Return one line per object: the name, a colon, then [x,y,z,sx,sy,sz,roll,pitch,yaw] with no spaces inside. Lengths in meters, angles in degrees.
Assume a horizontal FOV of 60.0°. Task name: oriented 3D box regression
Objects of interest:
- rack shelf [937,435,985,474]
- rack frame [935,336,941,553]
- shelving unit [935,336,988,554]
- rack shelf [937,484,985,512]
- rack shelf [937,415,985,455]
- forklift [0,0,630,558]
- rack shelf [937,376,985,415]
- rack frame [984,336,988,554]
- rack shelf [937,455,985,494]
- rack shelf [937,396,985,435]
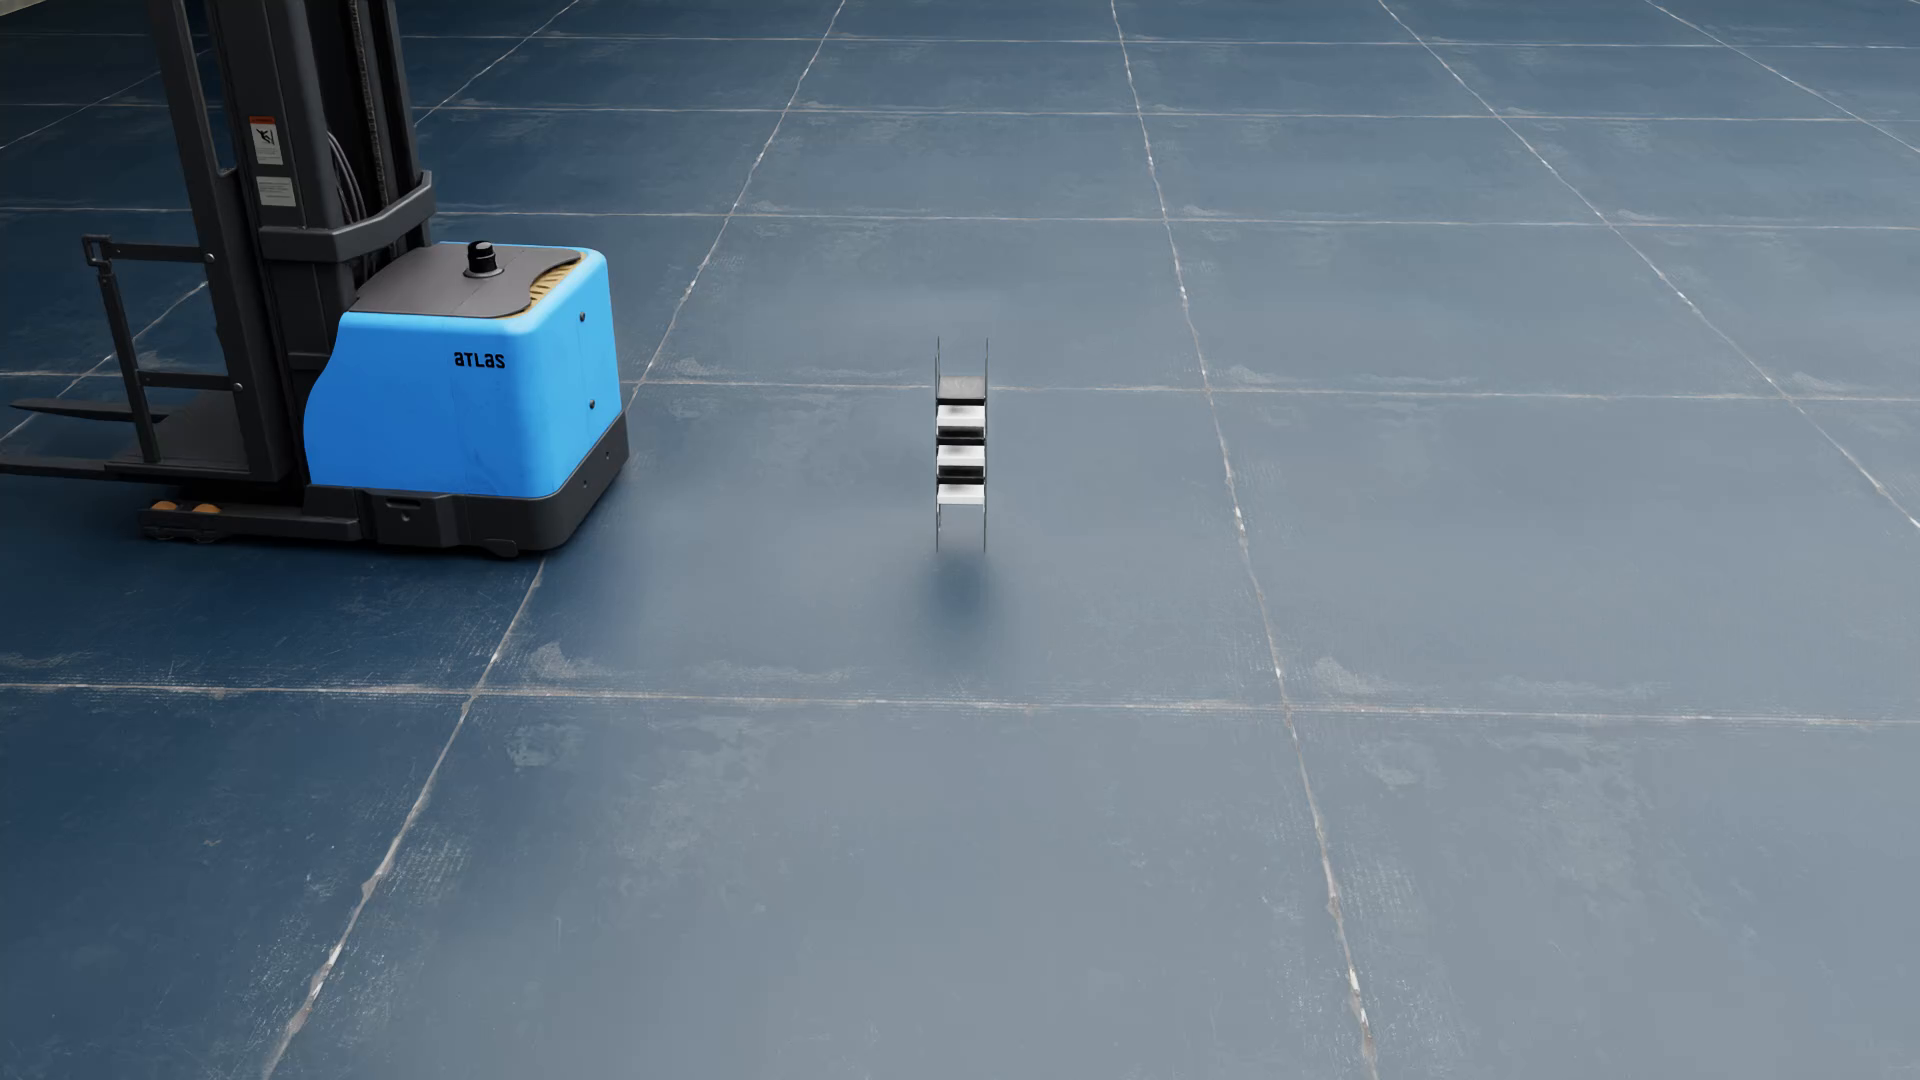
rack shelf: [0.008,-0.368,7.055,0.200,0.077,0.258,1,28,2]
rack frame: [-0.093,-0.399,7.042,0.006,0.900,0.240,1,28,2]
shelving unit: [0.008,-0.397,7.039,0.210,0.900,0.258,1,28,2]
rack shelf: [0.008,-0.209,7.139,0.200,0.077,0.258,1,28,2]
rack shelf: [0.008,-0.448,7.012,0.200,0.077,0.258,1,28,2]
forklift: [-3.118,-1.522,6.991,3.031,2.935,1.130,4,28,7]
rack shelf: [0.008,-0.607,6.928,0.200,0.077,0.258,1,28,2]
rack frame: [0.110,-0.396,7.036,0.006,0.900,0.240,1,28,2]
rack shelf: [0.008,-0.288,7.097,0.200,0.077,0.258,1,28,2]
rack shelf: [0.008,-0.527,6.970,0.200,0.077,0.258,1,28,2]
